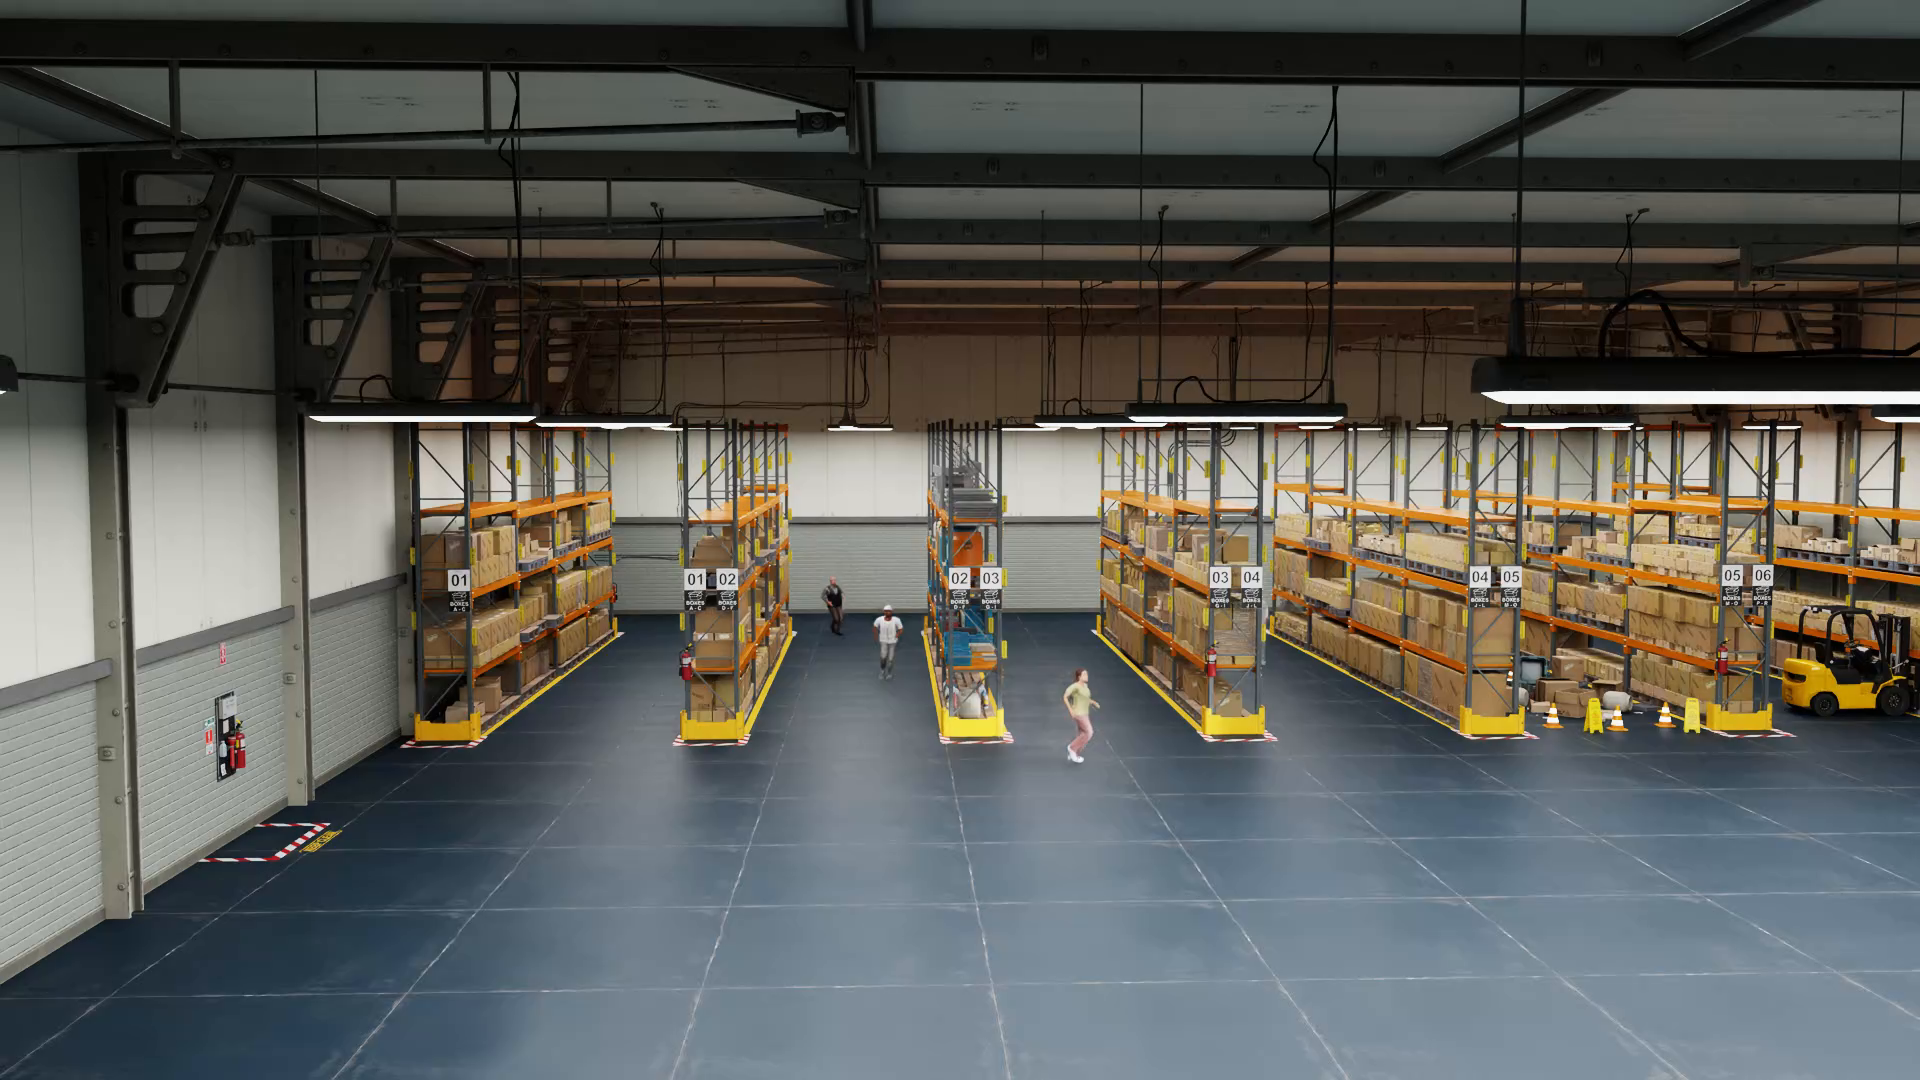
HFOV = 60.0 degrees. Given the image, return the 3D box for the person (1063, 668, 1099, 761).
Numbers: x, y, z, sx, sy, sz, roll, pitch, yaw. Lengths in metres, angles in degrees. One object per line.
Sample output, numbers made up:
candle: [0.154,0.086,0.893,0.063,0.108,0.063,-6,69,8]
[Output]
person: [2.131,3.044,28.950,0.557,1.636,0.586,2,4,30]

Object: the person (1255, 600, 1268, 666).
person: [7.376,2.215,41.445,0.705,1.759,0.898,0,4,-6]

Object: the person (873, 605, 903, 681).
person: [-1.657,2.381,38.510,0.697,1.753,0.672,0,4,-4]

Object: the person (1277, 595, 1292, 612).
person: [9.636,1.799,49.009,0.579,1.617,0.590,1,4,13]

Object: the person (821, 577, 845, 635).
person: [-3.536,1.881,46.983,0.674,1.664,0.608,-2,4,-33]
